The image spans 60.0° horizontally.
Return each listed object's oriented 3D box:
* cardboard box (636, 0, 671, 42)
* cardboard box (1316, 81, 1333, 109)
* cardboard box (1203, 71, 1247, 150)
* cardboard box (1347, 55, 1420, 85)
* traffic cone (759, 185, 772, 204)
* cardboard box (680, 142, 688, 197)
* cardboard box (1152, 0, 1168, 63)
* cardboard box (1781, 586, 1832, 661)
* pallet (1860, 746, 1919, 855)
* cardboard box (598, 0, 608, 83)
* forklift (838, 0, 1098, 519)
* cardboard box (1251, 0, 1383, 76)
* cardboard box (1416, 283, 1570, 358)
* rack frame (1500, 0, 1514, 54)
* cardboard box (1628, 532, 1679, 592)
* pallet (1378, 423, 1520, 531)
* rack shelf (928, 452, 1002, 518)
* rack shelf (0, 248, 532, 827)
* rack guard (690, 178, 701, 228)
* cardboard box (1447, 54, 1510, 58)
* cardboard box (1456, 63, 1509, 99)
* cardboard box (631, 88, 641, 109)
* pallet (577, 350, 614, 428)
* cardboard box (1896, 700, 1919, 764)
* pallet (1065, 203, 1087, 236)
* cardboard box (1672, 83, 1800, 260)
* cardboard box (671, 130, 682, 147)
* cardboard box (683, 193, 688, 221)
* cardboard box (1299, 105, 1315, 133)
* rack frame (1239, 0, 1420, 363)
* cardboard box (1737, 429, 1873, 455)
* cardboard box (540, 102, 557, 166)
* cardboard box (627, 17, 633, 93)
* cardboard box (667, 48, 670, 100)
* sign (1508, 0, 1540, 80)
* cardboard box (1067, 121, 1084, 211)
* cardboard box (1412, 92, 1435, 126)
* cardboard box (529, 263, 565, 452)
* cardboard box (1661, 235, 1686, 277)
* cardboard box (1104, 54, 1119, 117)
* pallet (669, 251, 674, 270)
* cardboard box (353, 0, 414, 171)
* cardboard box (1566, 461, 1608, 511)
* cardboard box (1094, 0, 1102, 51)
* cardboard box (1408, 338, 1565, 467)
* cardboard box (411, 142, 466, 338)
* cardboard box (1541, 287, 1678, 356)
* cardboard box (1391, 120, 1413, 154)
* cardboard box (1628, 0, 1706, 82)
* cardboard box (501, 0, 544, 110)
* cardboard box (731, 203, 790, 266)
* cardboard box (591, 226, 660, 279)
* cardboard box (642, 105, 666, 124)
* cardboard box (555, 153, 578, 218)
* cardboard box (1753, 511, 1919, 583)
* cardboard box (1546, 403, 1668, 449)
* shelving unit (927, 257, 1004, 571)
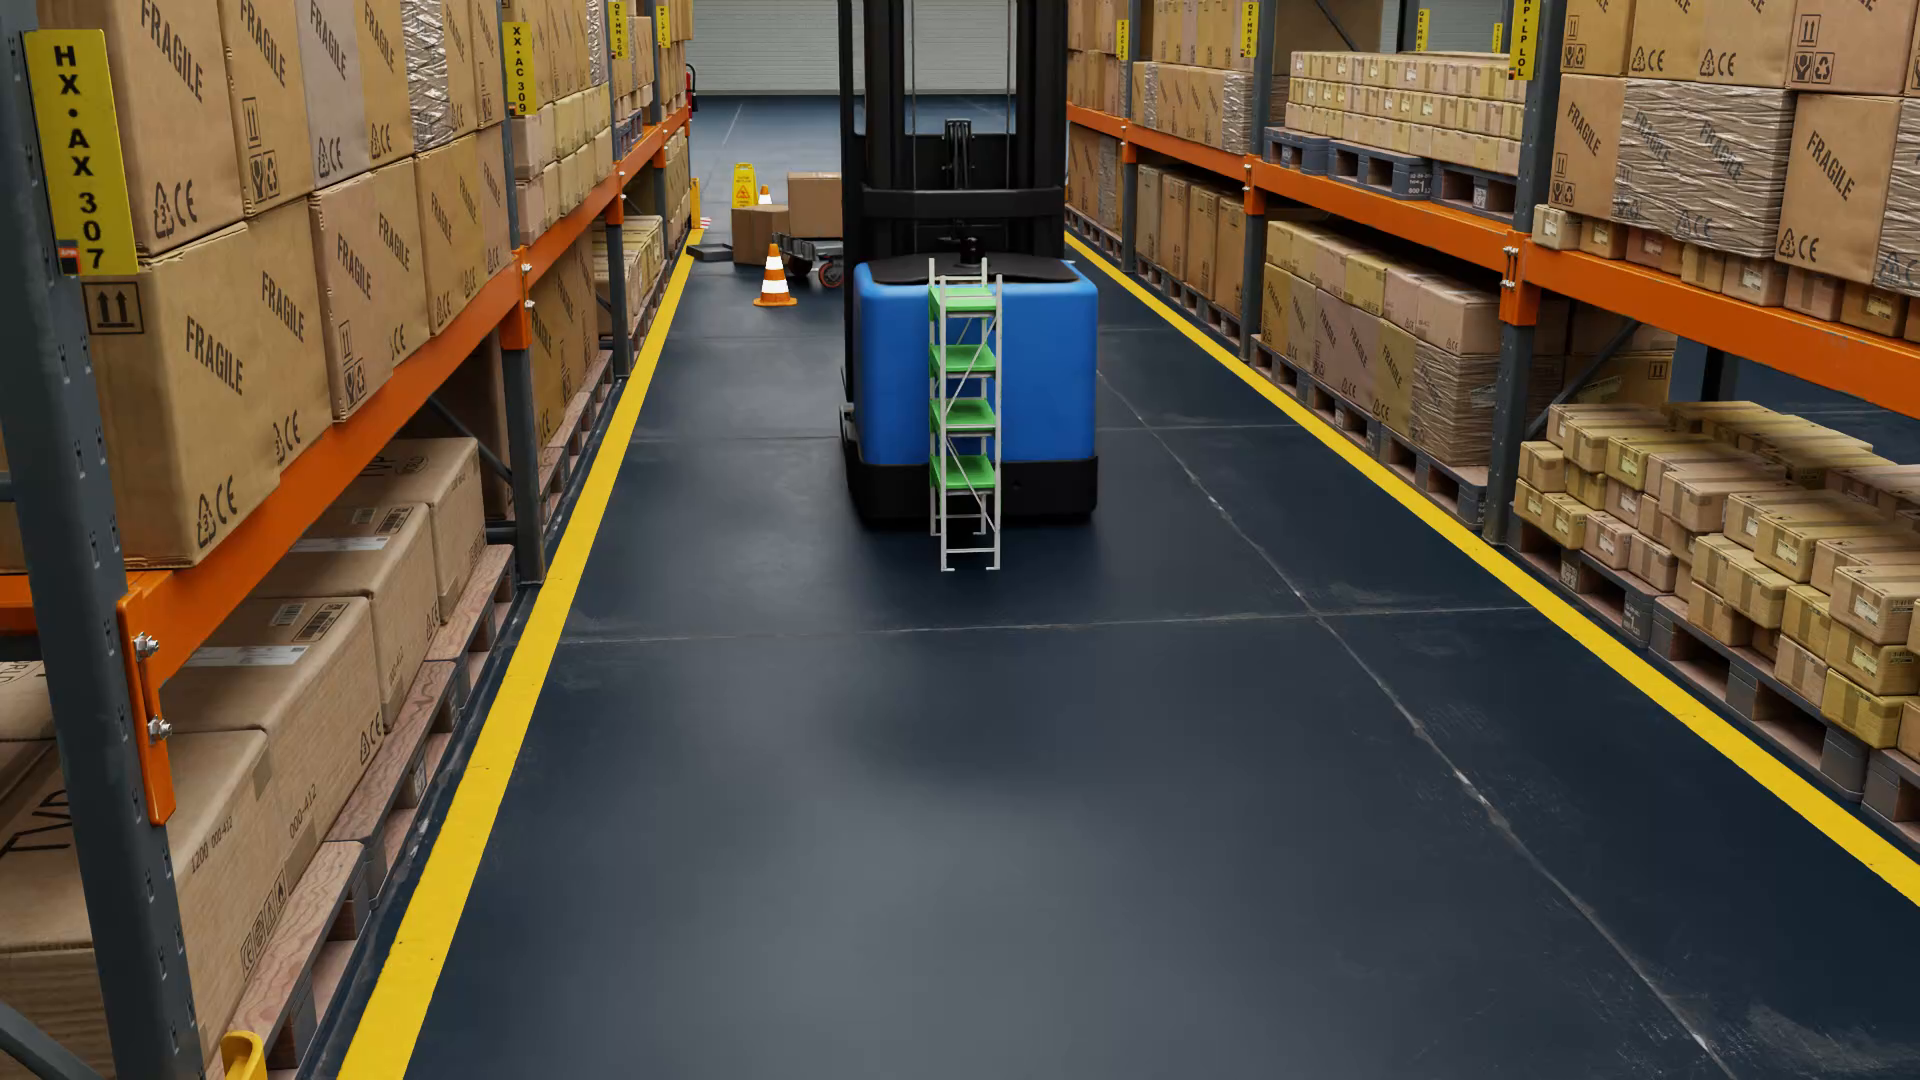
[{"bbox_3d":[-2.811,-4.437,13.968,0.700,0.500,0.500,-2,18,-6],"label":"cardboard box"},{"bbox_3d":[2.255,-2.535,9.467,0.380,0.149,0.250,-2,18,-7],"label":"cardboard box"},{"bbox_3d":[1.981,-2.946,11.385,0.500,0.500,0.500,-2,18,-6],"label":"cardboard box"},{"bbox_3d":[2.307,-2.531,8.957,0.380,0.149,0.250,-1,17,-3],"label":"cardboard box"},{"bbox_3d":[-2.067,-3.525,17.633,0.336,0.463,0.334,-2,18,-6],"label":"traffic cone"},{"bbox_3d":[-2.995,-3.684,16.541,0.500,0.500,0.500,-1,17,-4],"label":"cardboard box"},{"bbox_3d":[1.989,-4.192,13.686,0.700,0.500,0.500,-2,18,-7],"label":"cardboard box"},{"bbox_3d":[2.701,0.244,4.954,0.380,0.149,0.250,-1,17,-3],"label":"cardboard box"},{"bbox_3d":[3.113,0.825,4.198,1.003,0.211,1.213,-2,18,-6],"label":"pallet"},{"bbox_3d":[-2.256,-2.819,9.313,0.500,0.500,0.500,-2,18,-7],"label":"cardboard box"},{"bbox_3d":[-0.058,-1.886,8.293,1.130,2.935,3.031,-2,18,-6],"label":"forklift"},{"bbox_3d":[2.308,-3.282,10.788,0.700,0.500,0.500,-2,18,-6],"label":"cardboard box"},{"bbox_3d":[2.428,-1.011,7.610,0.500,0.250,0.500,-2,18,-7],"label":"cardboard box"},{"bbox_3d":[6.463,-5.130,18.509,1.000,3.000,0.127,-2,18,-6],"label":"rack frame"},{"bbox_3d":[2.655,0.072,5.997,0.380,0.149,0.250,-2,18,-7],"label":"cardboard box"},{"bbox_3d":[2.675,-0.333,7.886,1.003,0.211,1.213,-2,18,-6],"label":"pallet"},{"bbox_3d":[0.017,-0.233,6.931,0.258,0.148,0.480,-2,18,-6],"label":"rack shelf"},{"bbox_3d":[-1.950,-0.309,4.356,1.077,0.370,4.000,-2,18,-6],"label":"rack shelf"},{"bbox_3d":[-3.386,-3.609,17.837,1.175,0.500,0.348,-2,18,-6],"label":"rack guard"},{"bbox_3d":[2.933,-2.623,9.251,0.380,0.149,0.250,-1,17,-4],"label":"cardboard box"},{"bbox_3d":[2.468,-2.067,7.477,0.380,0.149,0.250,-2,18,-7],"label":"cardboard box"},{"bbox_3d":[-2.563,-3.263,12.282,0.380,0.149,0.250,-2,18,-6],"label":"cardboard box"},{"bbox_3d":[-2.563,-0.873,9.604,1.003,0.211,1.213,-2,18,-6],"label":"pallet"},{"bbox_3d":[2.800,0.542,4.503,0.380,0.149,0.250,-2,18,-5],"label":"cardboard box"},{"bbox_3d":[1.679,-3.441,17.784,1.003,0.211,1.213,-2,18,-6],"label":"pallet"},{"bbox_3d":[2.631,-1.168,5.225,0.500,0.500,0.500,-2,18,-7],"label":"cardboard box"},{"bbox_3d":[-2.899,-3.888,16.108,0.380,0.149,0.250,-1,17,-3],"label":"cardboard box"},{"bbox_3d":[-2.998,-3.325,16.650,0.500,0.250,0.500,-2,18,-5],"label":"cardboard box"},{"bbox_3d":[2.217,-2.484,9.801,0.380,0.149,0.250,-1,17,-3],"label":"cardboard box"},{"bbox_3d":[2.344,-2.623,10.525,1.000,3.000,0.127,-2,18,-6],"label":"rack frame"},{"bbox_3d":[3.151,-0.309,6.218,0.380,0.149,0.250,-2,18,-6],"label":"cardboard box"},{"bbox_3d":[-2.003,-1.710,7.031,0.500,0.250,0.500,-2,17,-5],"label":"cardboard box"},{"bbox_3d":[-2.507,-3.285,11.267,0.500,0.500,0.500,-1,17,-5],"label":"cardboard box"},{"bbox_3d":[-2.825,-4.110,14.598,0.500,0.500,0.500,-2,18,-6],"label":"cardboard box"},{"bbox_3d":[2.205,-1.966,6.498,0.100,0.325,0.005,-2,18,-6],"label":"sign"},{"bbox_3d":[1.655,-3.993,17.736,0.875,0.875,0.875,-2,18,-5],"label":"cardboard box"},{"bbox_3d":[2.410,-2.078,8.009,0.380,0.149,0.250,-3,18,-8],"label":"cardboard box"},{"bbox_3d":[-2.401,-0.886,7.839,0.875,0.875,0.875,-1,17,-4],"label":"cardboard box"},{"bbox_3d":[2.663,-0.984,5.722,0.380,0.149,0.250,-3,18,-8],"label":"cardboard box"},{"bbox_3d":[1.802,-4.159,15.167,0.875,0.550,0.550,-2,18,-6],"label":"cardboard box"},{"bbox_3d":[-3.086,-2.501,14.790,1.003,0.211,1.213,-2,18,-6],"label":"pallet"},{"bbox_3d":[-1.684,-1.189,4.120,0.500,0.500,0.500,-2,18,-5],"label":"cardboard box"},{"bbox_3d":[2.591,-0.223,6.442,0.380,0.149,0.250,-2,18,-5],"label":"cardboard box"},{"bbox_3d":[1.774,-4.996,16.029,0.875,0.550,0.500,-2,18,-6],"label":"cardboard box"},{"bbox_3d":[2.430,-0.652,7.718,0.500,0.500,0.500,-2,18,-7],"label":"cardboard box"},{"bbox_3d":[-1.729,-0.864,4.753,0.500,0.500,0.500,-2,18,-6],"label":"cardboard box"},{"bbox_3d":[2.943,-1.025,7.656,0.500,0.250,0.500,-3,18,-8],"label":"cardboard box"},{"bbox_3d":[2.381,-2.012,8.297,0.380,0.149,0.250,-1,17,-3],"label":"cardboard box"},{"bbox_3d":[2.629,-1.802,5.577,0.500,0.500,0.500,-2,18,-7],"label":"cardboard box"},{"bbox_3d":[-1.916,-1.913,6.427,0.500,0.500,0.500,-2,17,-5],"label":"cardboard box"},{"bbox_3d":[-1.739,-2.802,15.263,0.500,0.500,0.500,11,21,32],"label":"cardboard box"},{"bbox_3d":[-2.848,-2.208,12.890,0.950,0.372,0.625,-1,17,-2],"label":"cardboard box"},{"bbox_3d":[-2.695,-3.616,14.106,0.380,0.149,0.250,-2,18,-6],"label":"cardboard box"},{"bbox_3d":[-2.031,-1.624,7.591,0.500,0.250,0.500,-2,18,-6],"label":"cardboard box"},{"bbox_3d":[2.722,0.020,5.171,0.380,0.149,0.250,-2,18,-5],"label":"cardboard box"},{"bbox_3d":[2.586,-0.447,6.657,0.380,0.149,0.250,-1,17,-3],"label":"cardboard box"},{"bbox_3d":[0.017,-0.523,6.840,0.258,1.200,0.503,-2,18,-6],"label":"shelving unit"}]
